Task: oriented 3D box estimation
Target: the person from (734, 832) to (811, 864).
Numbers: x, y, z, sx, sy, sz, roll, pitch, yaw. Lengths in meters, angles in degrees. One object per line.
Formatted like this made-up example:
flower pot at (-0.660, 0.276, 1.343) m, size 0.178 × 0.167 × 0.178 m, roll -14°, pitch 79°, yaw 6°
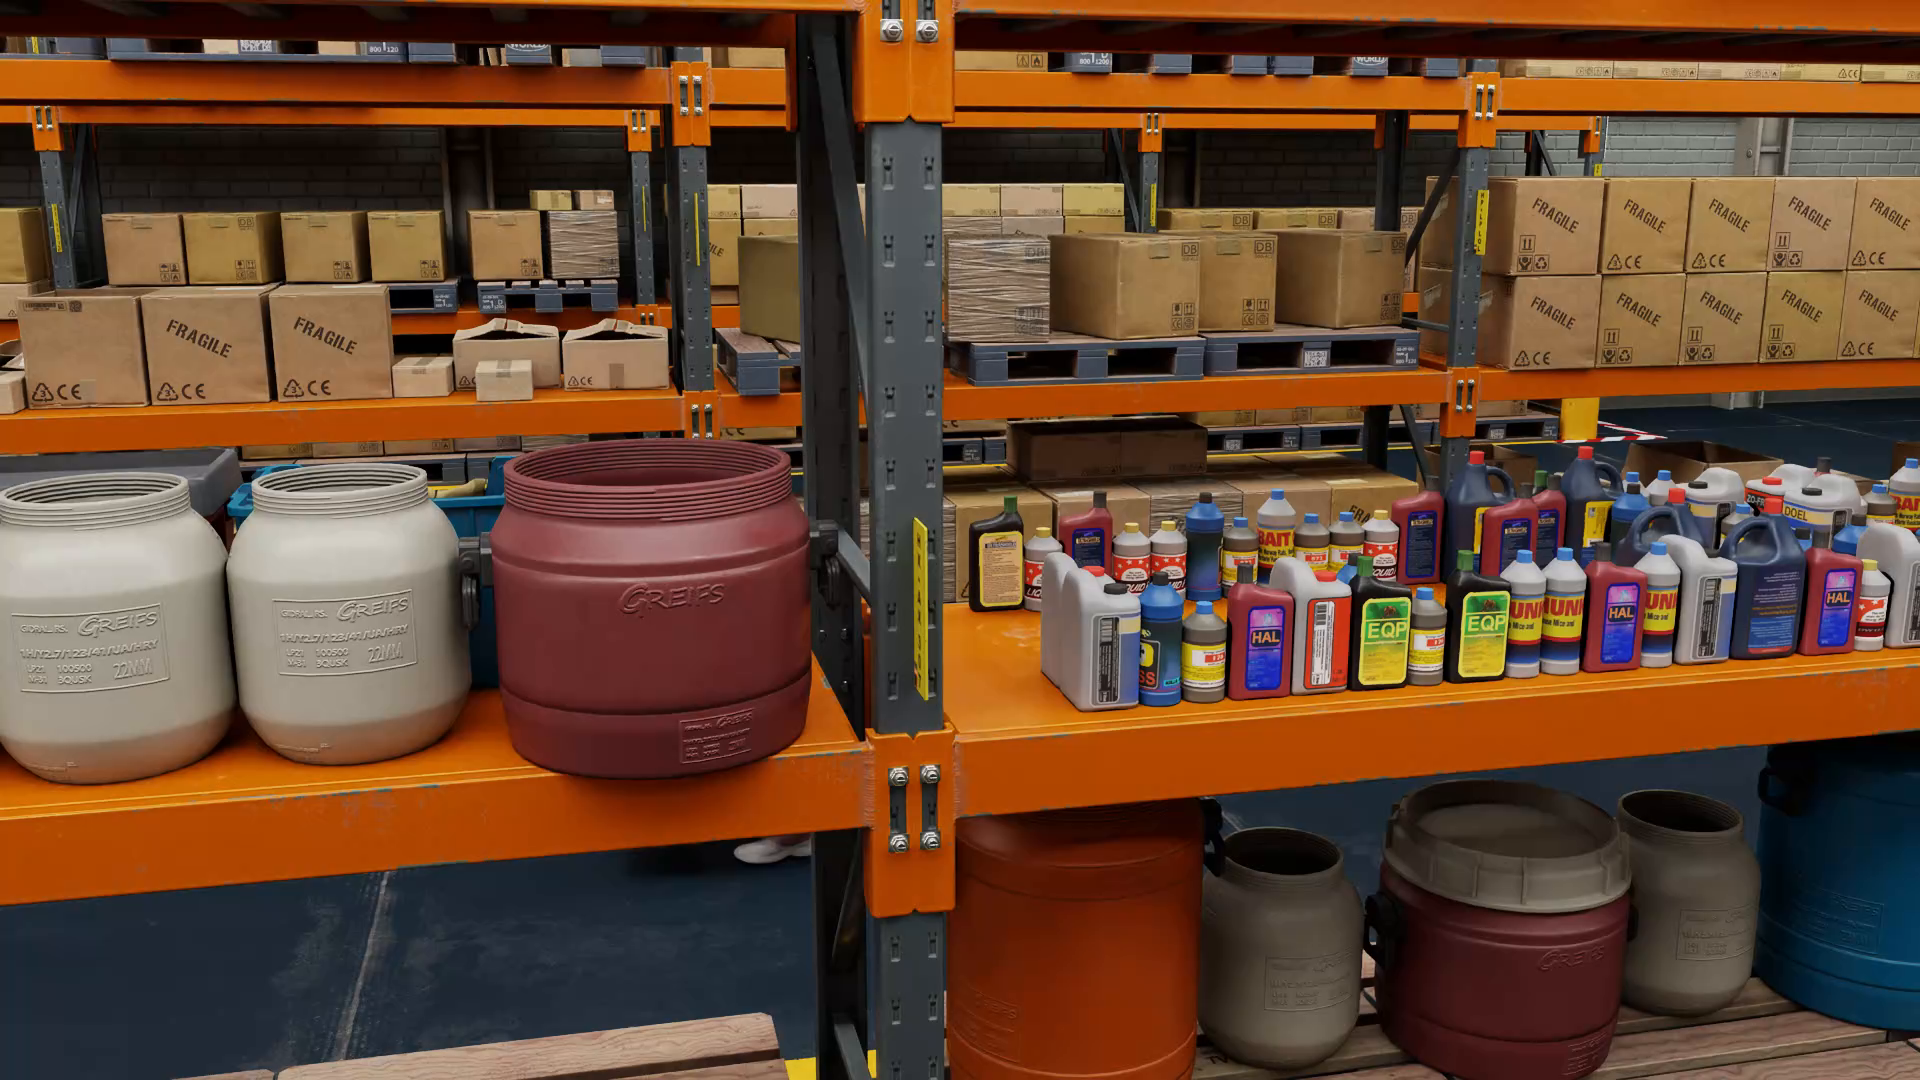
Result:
person at (-0.791, 0.636, 5.799) m, size 0.865 × 0.962 × 0.436 m, roll -4°, pitch 13°, yaw -16°
